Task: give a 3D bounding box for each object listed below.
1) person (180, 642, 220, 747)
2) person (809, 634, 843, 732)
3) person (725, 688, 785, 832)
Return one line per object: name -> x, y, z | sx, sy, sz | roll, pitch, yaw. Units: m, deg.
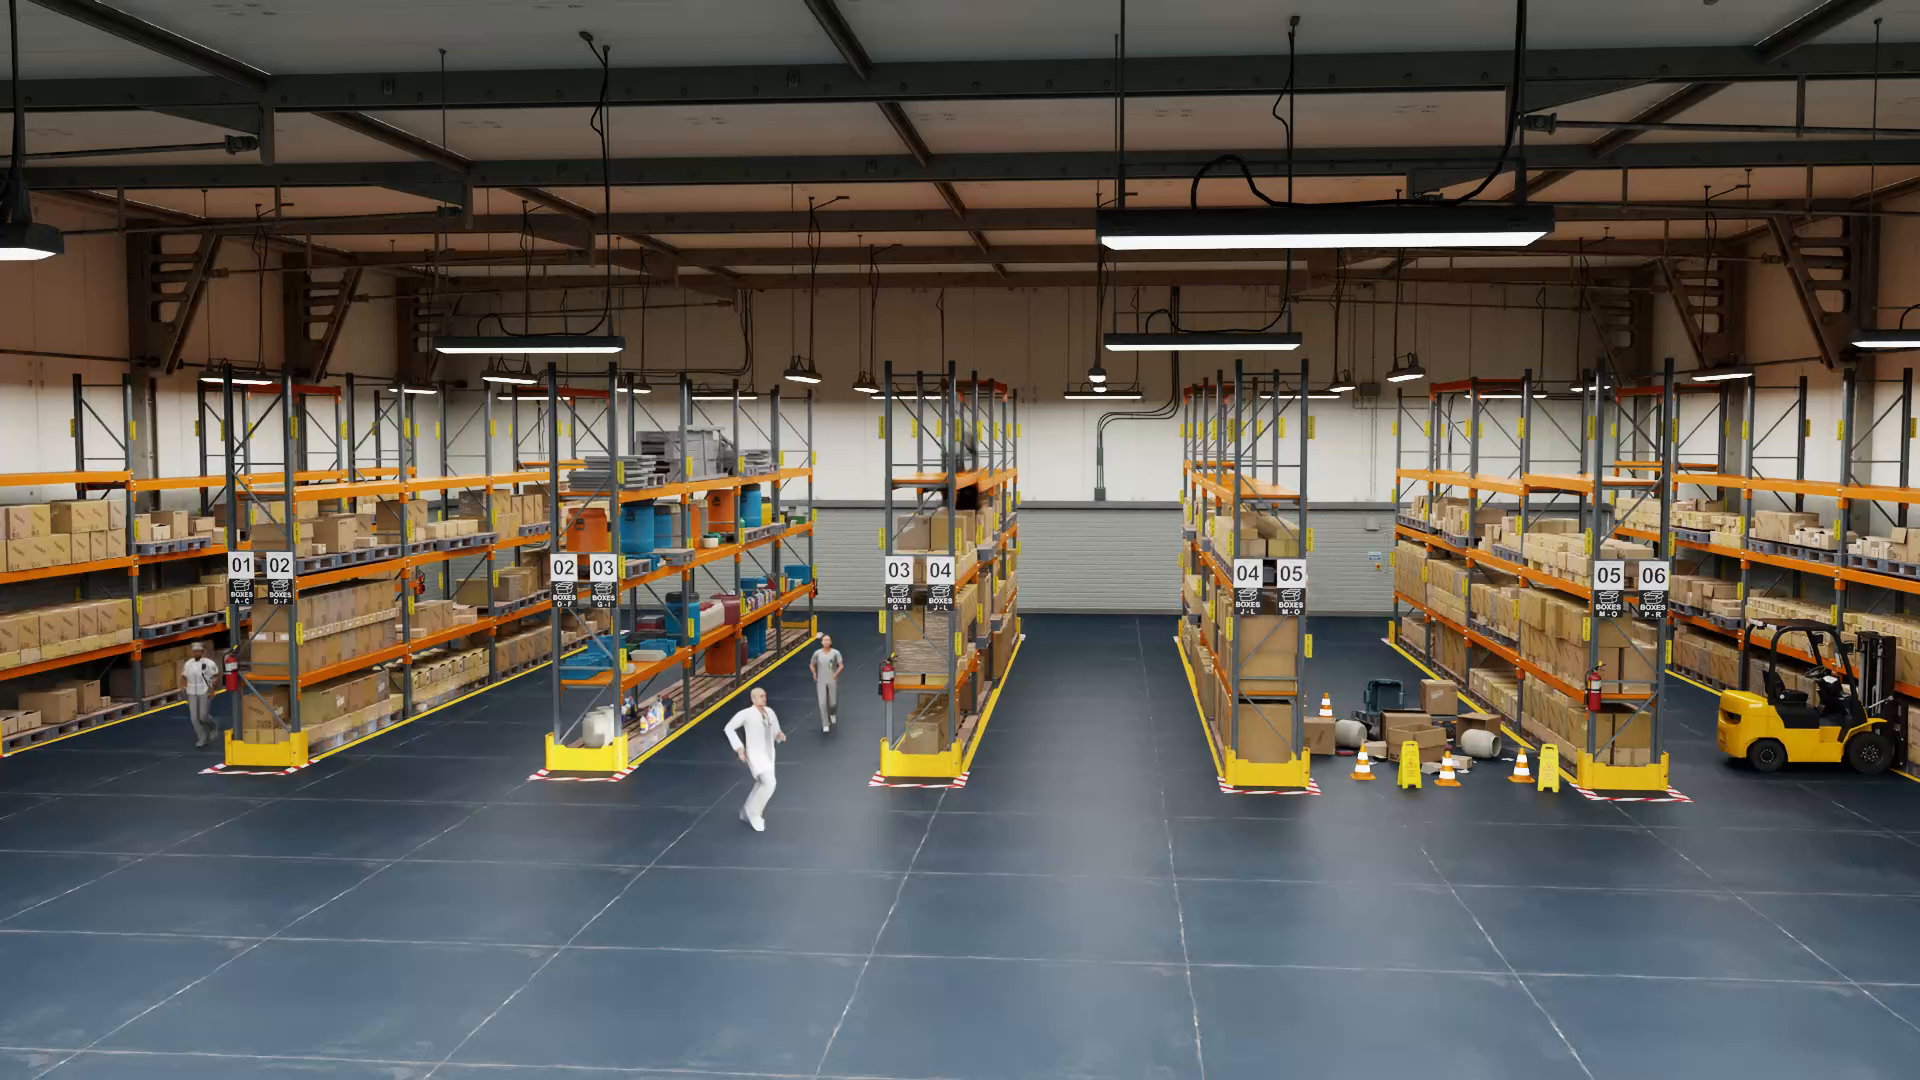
person -> -12.077, 2.437, 26.394 | 0.594, 1.662, 0.556 | 0, 4, -2
person -> -2.231, 2.364, 27.751 | 0.564, 1.620, 0.625 | 0, 4, -2
person -> -2.498, 2.747, 20.859 | 0.762, 1.787, 0.680 | 2, 5, 33
